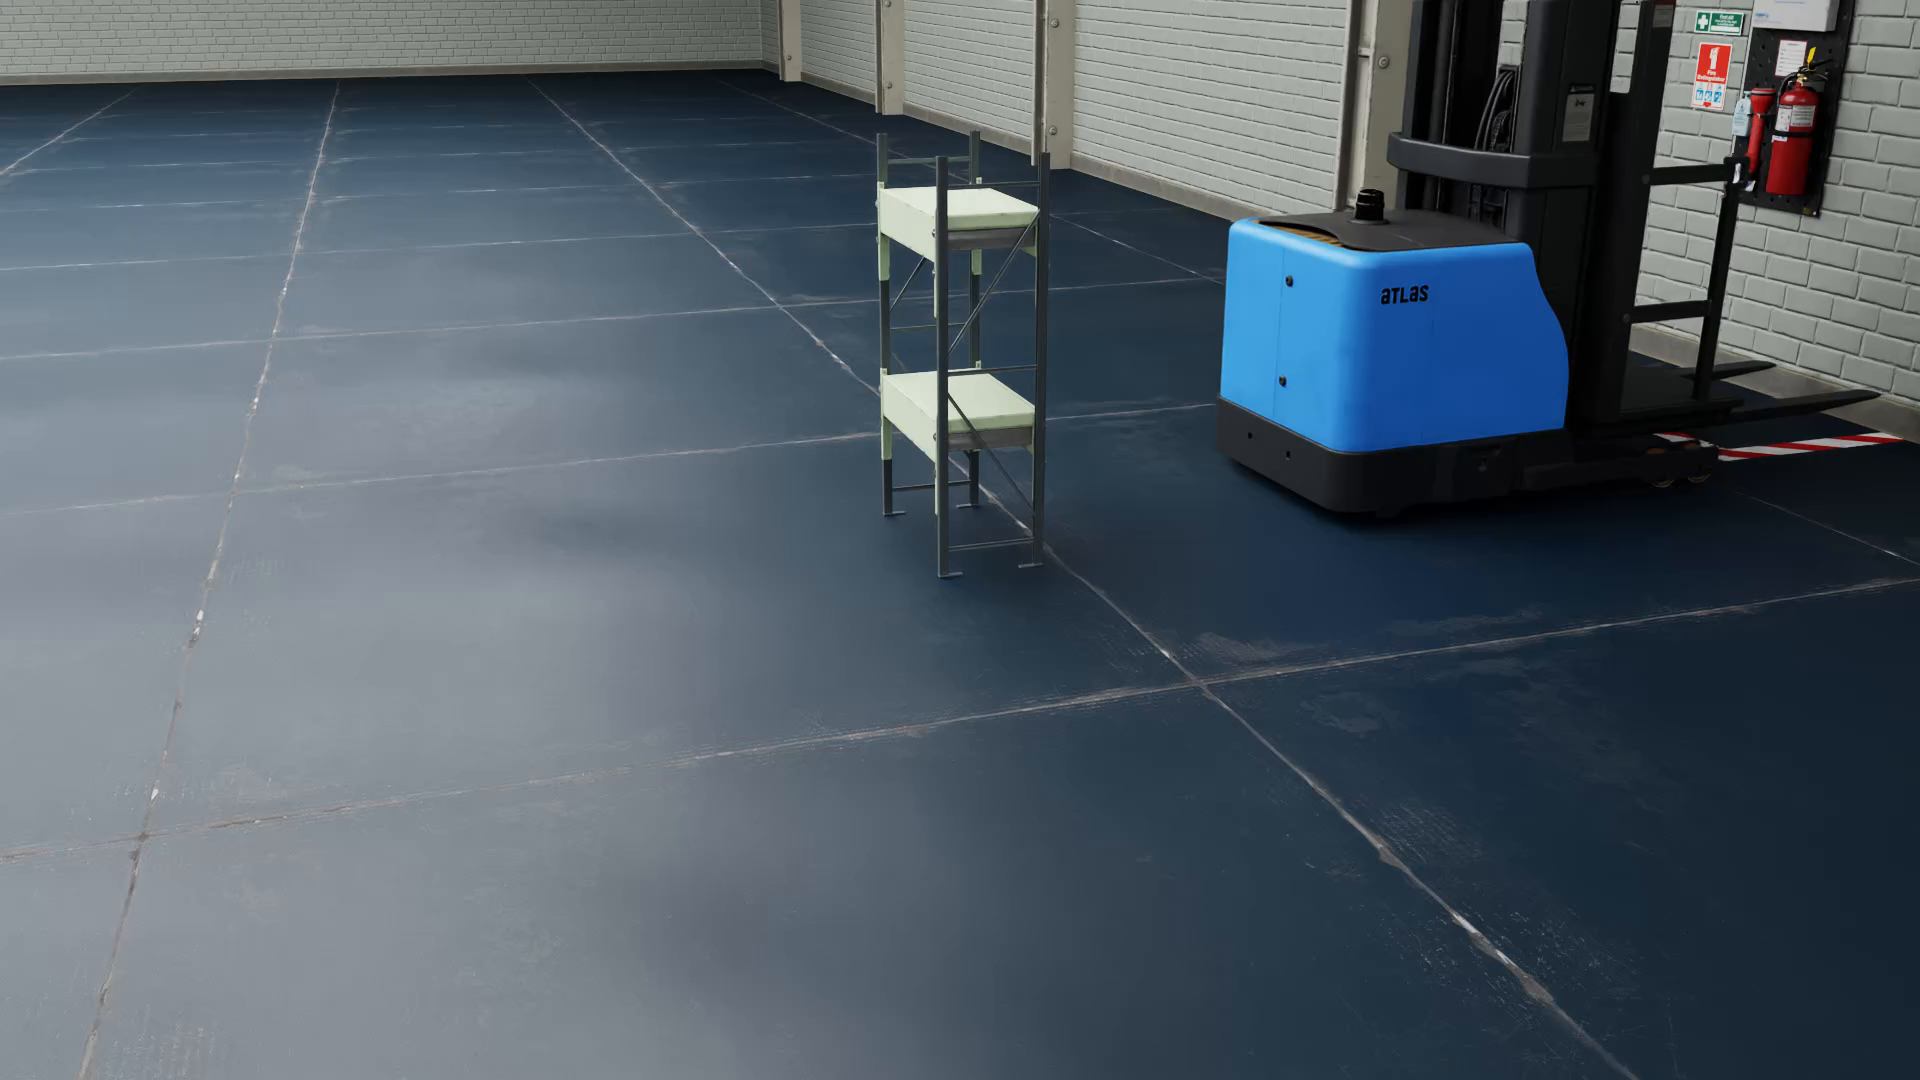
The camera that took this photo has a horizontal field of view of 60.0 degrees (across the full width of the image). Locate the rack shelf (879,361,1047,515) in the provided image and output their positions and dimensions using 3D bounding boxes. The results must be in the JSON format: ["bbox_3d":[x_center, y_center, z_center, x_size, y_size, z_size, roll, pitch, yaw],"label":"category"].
[{"bbox_3d":[-0.002,-0.401,6.279,0.431,0.370,0.720,-6,21,-17],"label":"rack shelf"}]

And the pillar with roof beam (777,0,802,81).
[{"bbox_3d":[-6.912,-11.475,25.053,9.100,9.000,0.400,-6,21,-17],"label":"pillar with roof beam"}]

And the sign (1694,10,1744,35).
[{"bbox_3d":[3.895,-2.657,8.540,0.001,0.109,0.331,-6,21,-17],"label":"sign"}]

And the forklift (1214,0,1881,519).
[{"bbox_3d":[2.691,-1.757,6.973,3.031,2.935,1.130,-7,21,-20],"label":"forklift"}]

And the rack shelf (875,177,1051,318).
[{"bbox_3d":[-0.002,-1.075,6.037,0.431,0.370,0.720,-6,21,-17],"label":"rack shelf"}]

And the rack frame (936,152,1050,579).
[{"bbox_3d":[0.113,-0.591,5.842,0.400,1.500,0.023,-6,21,-17],"label":"rack frame"}]

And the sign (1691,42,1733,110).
[{"bbox_3d":[3.902,-2.410,8.636,0.001,0.329,0.234,-6,21,-17],"label":"sign"}]

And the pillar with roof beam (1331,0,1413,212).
[{"bbox_3d":[-1.254,-5.699,8.971,9.100,9.000,0.400,-6,21,-17],"label":"pillar with roof beam"}]

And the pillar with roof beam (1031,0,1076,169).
[{"bbox_3d":[-3.140,-7.625,14.332,9.100,9.000,0.400,-6,21,-17],"label":"pillar with roof beam"}]

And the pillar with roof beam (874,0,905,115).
[{"bbox_3d":[-5.026,-9.550,19.693,9.100,9.000,0.400,-6,21,-17],"label":"pillar with roof beam"}]

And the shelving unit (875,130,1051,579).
[{"bbox_3d":[-0.002,-0.708,6.169,0.431,1.500,0.755,-6,21,-17],"label":"shelving unit"}]

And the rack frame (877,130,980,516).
[{"bbox_3d":[-0.117,-0.825,6.496,0.400,1.500,0.023,-6,21,-17],"label":"rack frame"}]

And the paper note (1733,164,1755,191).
[{"bbox_3d":[3.988,-1.854,8.445,0.016,0.148,0.142,-6,21,-17],"label":"paper note"}]

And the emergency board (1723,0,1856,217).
[{"bbox_3d":[3.978,-2.205,8.117,0.194,1.169,0.643,-6,21,-17],"label":"emergency board"}]
